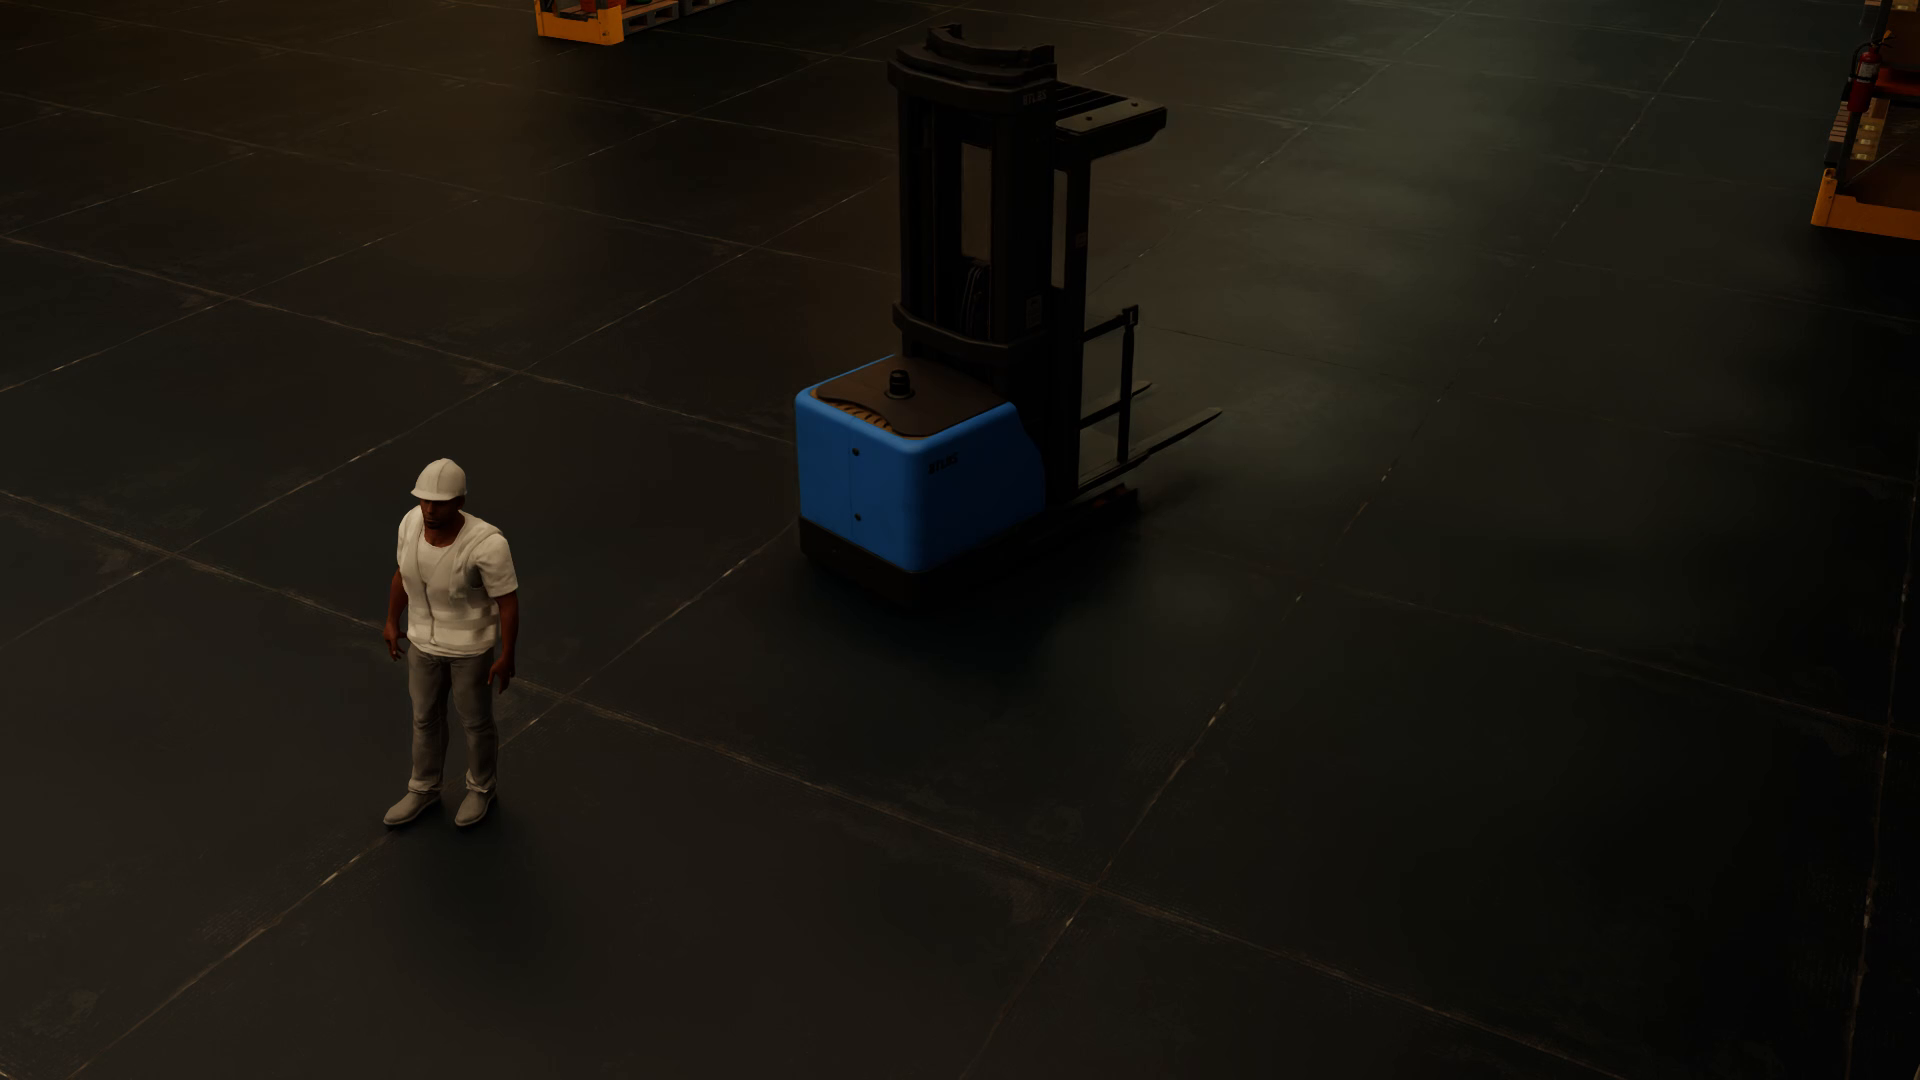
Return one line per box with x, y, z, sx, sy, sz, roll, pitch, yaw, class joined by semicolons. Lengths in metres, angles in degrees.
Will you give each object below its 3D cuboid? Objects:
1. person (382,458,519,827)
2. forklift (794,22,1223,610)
-2.291;0.486;7.380;0.665;1.768;0.575;11;32;18;person
0.449;-1.520;9.705;1.130;2.935;3.031;26;39;37;forklift
